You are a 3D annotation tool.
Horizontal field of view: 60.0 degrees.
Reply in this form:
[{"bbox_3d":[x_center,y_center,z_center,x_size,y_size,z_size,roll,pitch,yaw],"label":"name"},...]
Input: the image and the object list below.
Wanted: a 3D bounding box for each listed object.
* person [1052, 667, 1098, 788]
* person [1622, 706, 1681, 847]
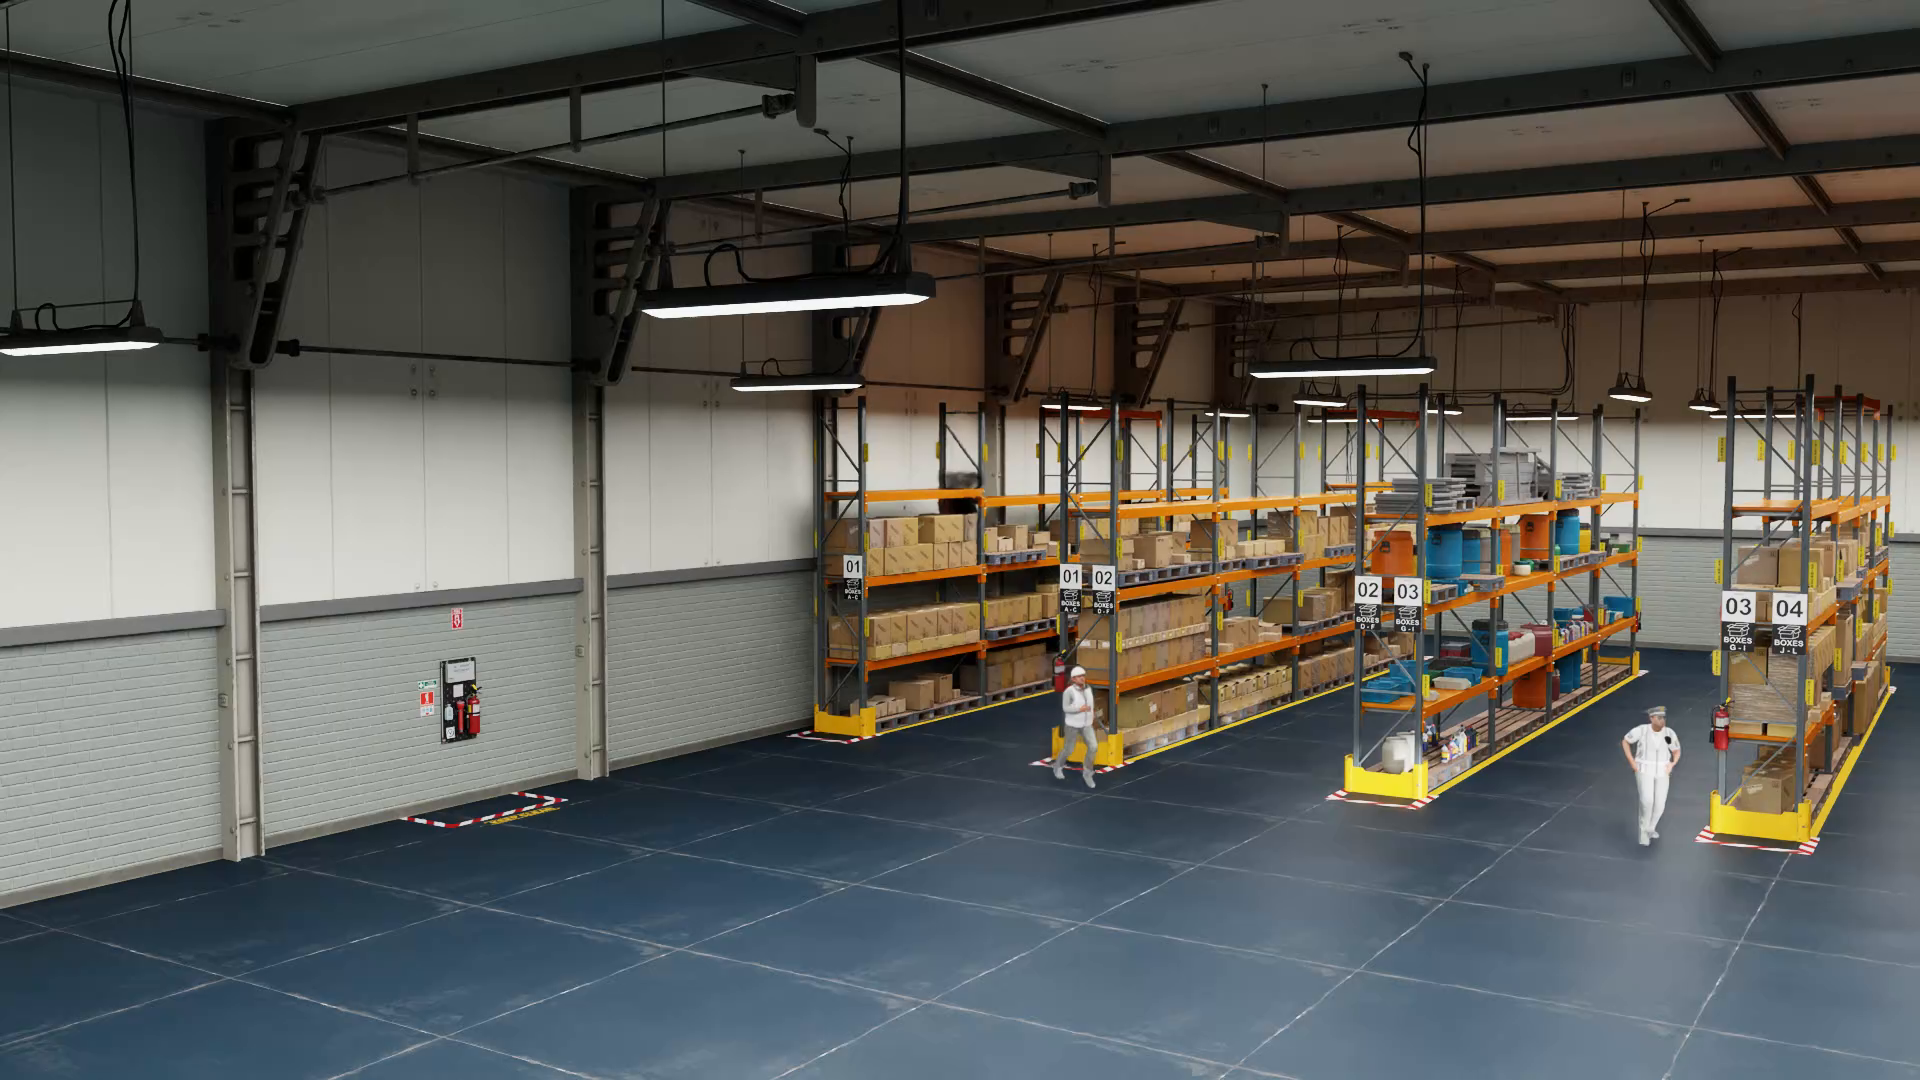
[{"bbox_3d":[1.776,2.804,25.061,0.665,1.820,0.897,-2,3,-28],"label":"person"},{"bbox_3d":[8.896,3.017,21.333,0.673,1.806,0.681,0,3,7],"label":"person"}]
